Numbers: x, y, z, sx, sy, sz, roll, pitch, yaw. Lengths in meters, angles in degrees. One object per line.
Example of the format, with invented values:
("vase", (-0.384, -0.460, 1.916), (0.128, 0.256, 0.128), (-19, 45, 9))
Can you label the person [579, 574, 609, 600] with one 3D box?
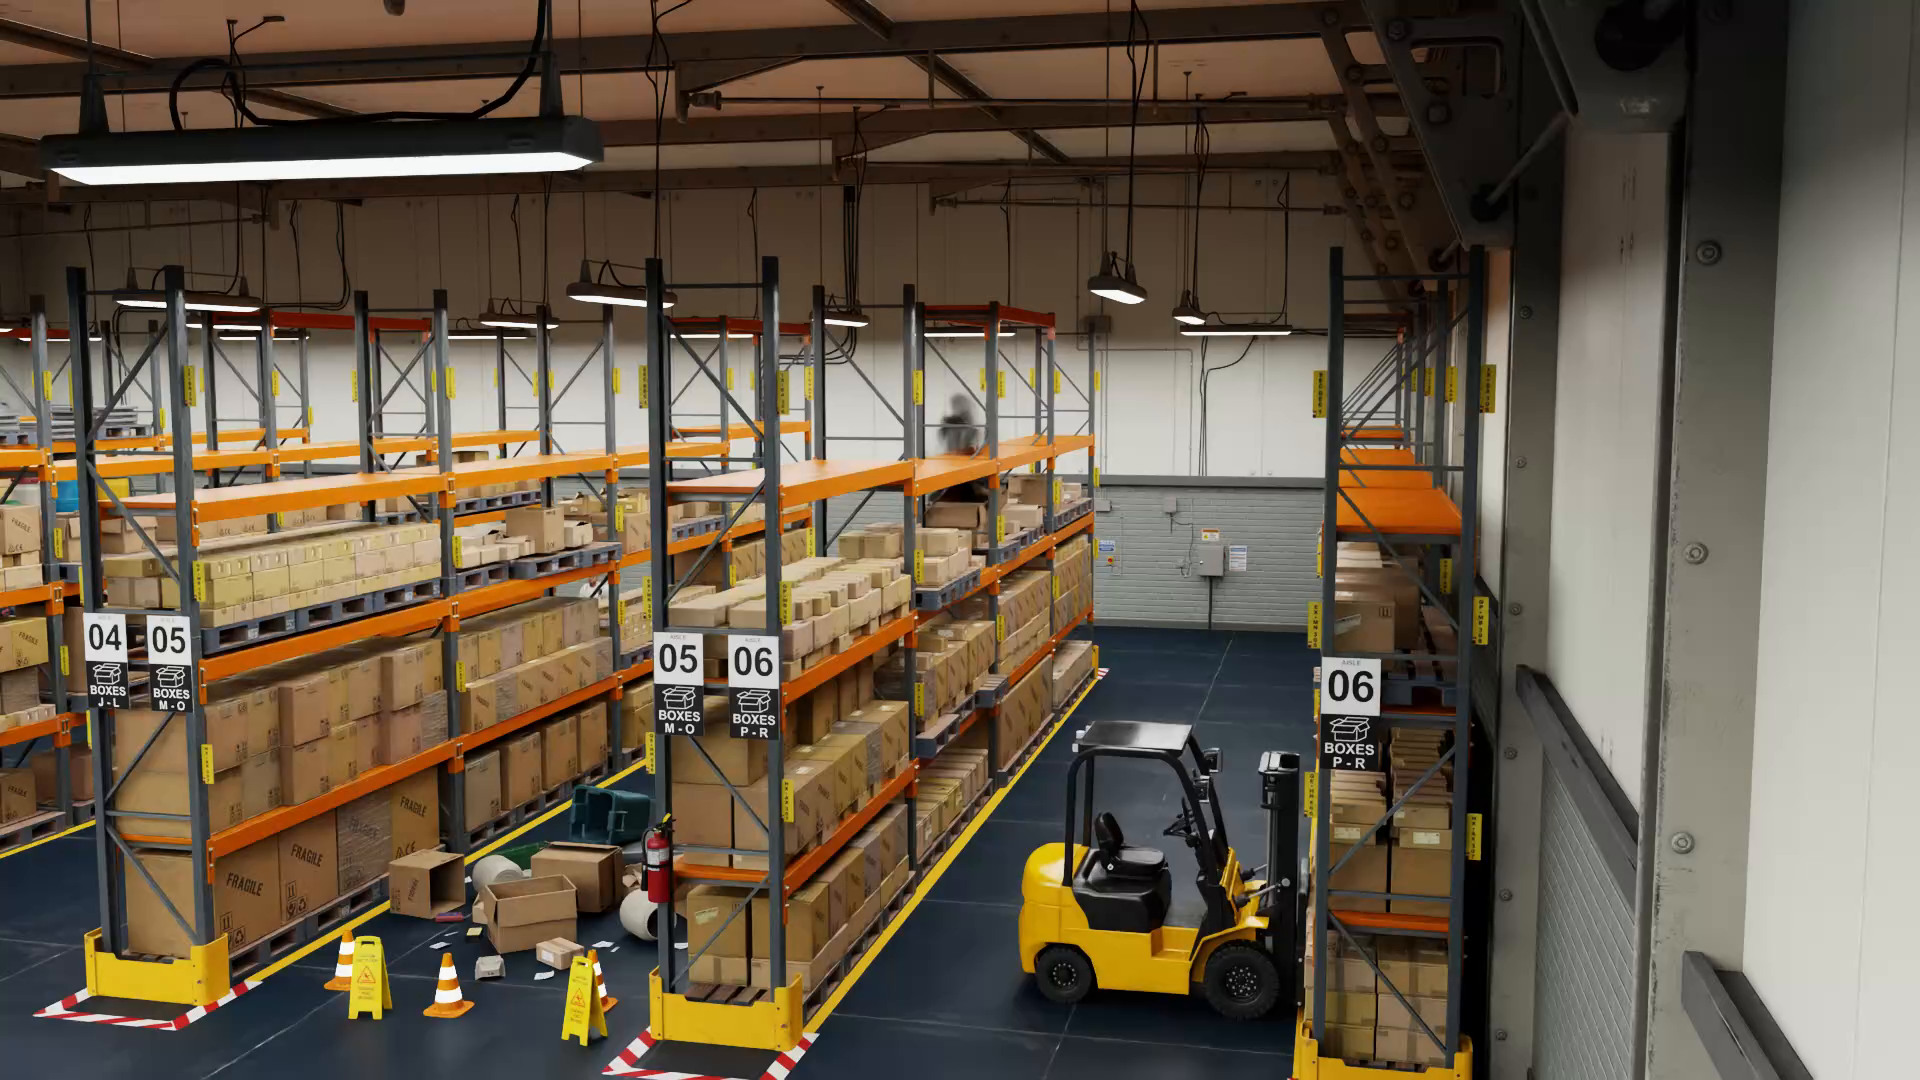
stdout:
("person", (-6.425, 1.346, 29.303), (0.678, 1.724, 0.635), (0, 6, 2))
